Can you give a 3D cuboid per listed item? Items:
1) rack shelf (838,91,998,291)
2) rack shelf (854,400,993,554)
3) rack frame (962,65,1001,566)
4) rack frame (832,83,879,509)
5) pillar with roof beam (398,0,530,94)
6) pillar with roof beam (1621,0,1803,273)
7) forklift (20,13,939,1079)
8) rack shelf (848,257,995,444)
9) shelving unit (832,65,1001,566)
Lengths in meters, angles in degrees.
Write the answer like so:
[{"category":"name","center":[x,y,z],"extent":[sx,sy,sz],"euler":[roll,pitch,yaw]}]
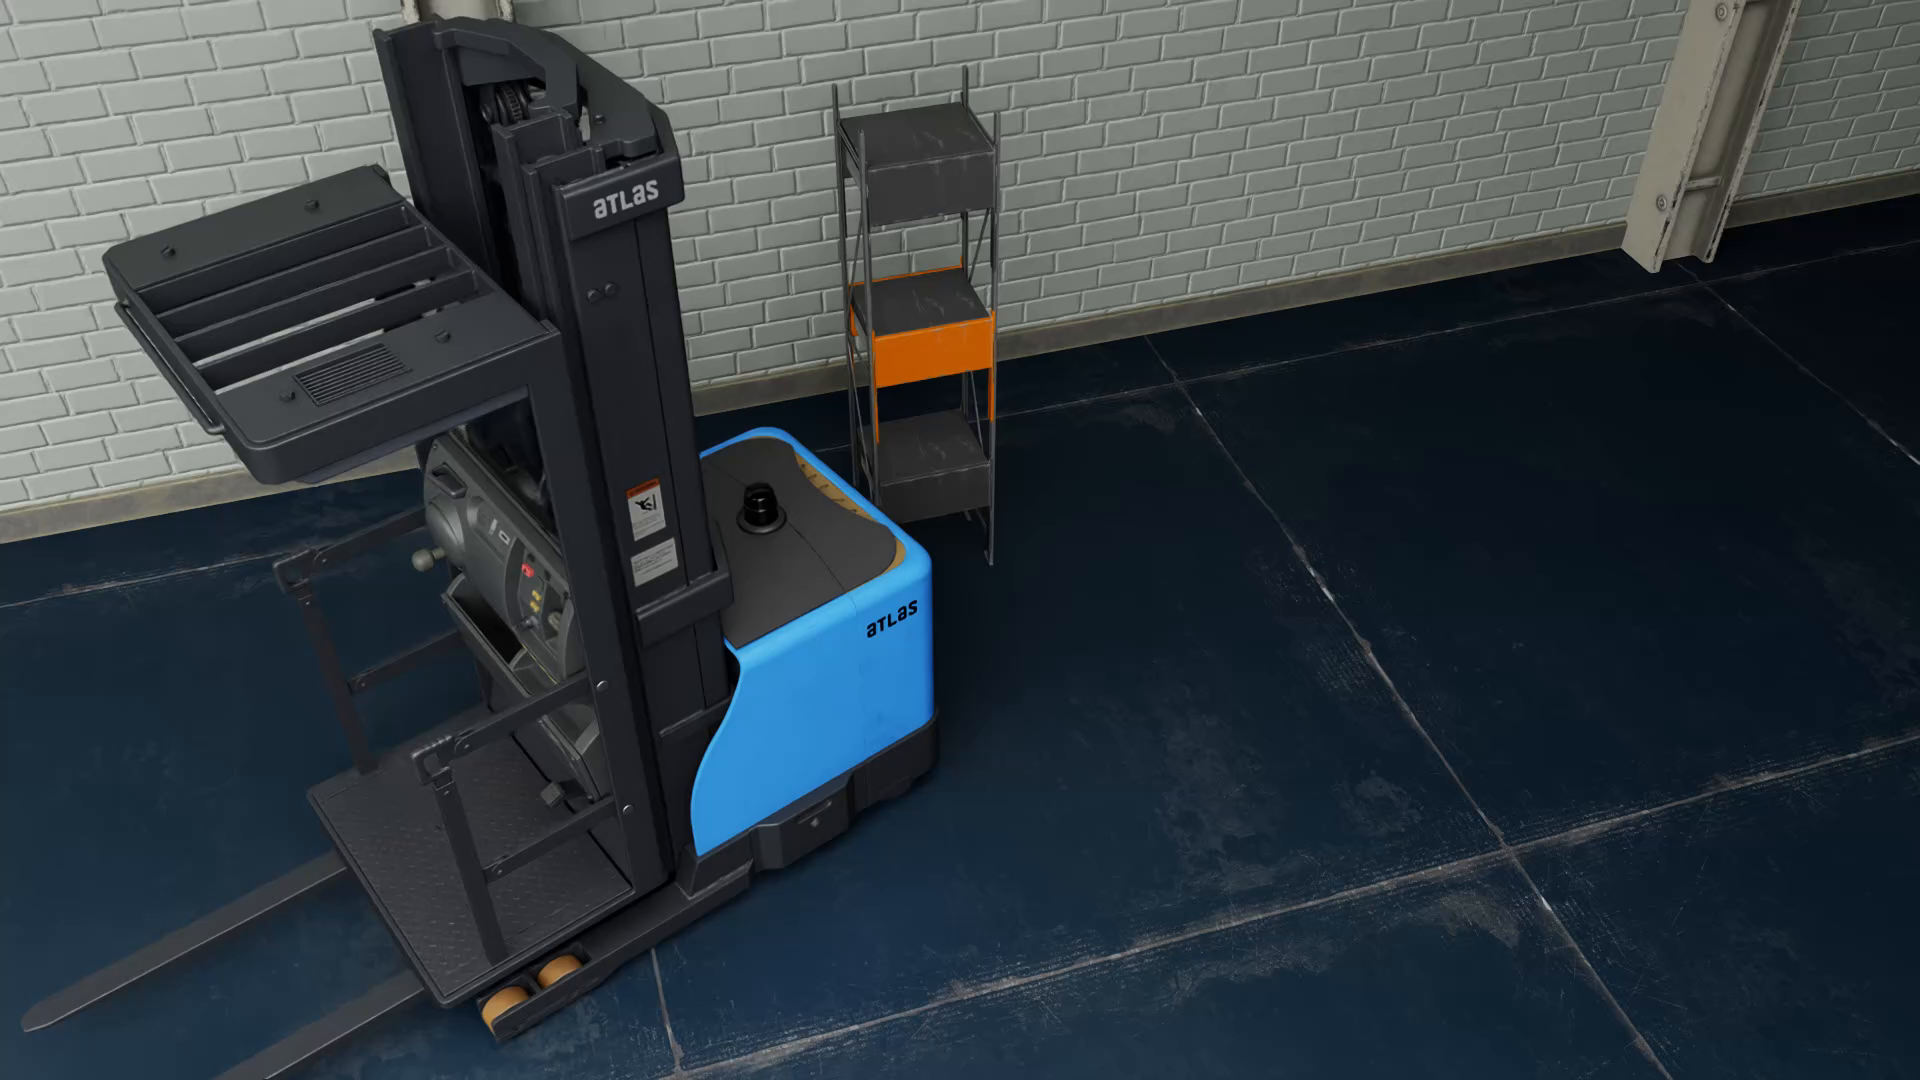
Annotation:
[{"category":"rack shelf","center":[-0.158,-1.275,6.070],"extent":[0.480,0.518,0.431],"euler":[-12,42,-13]},{"category":"rack shelf","center":[-0.158,-0.221,6.991],"extent":[0.480,0.518,0.431],"euler":[-12,42,-13]},{"category":"rack frame","center":[0.075,-0.806,6.577],"extent":[0.015,2.100,0.400],"euler":[-12,42,-13]},{"category":"rack frame","center":[-0.391,-0.710,6.467],"extent":[0.015,2.100,0.400],"euler":[-12,42,-13]},{"category":"pillar with roof beam","center":[-0.597,-1.062,1.626],"extent":[0.400,9.000,9.100],"euler":[-12,42,-13]},{"category":"pillar with roof beam","center":[5.126,-2.248,2.983],"extent":[0.400,9.000,9.100],"euler":[-12,42,-13]},{"category":"forklift","center":[-1.548,0.114,4.892],"extent":[3.031,2.935,1.130],"euler":[-28,48,-28]},{"category":"rack shelf","center":[-0.158,-0.748,6.531],"extent":[0.480,0.518,0.431],"euler":[-12,42,-13]},{"category":"shelving unit","center":[-0.158,-0.758,6.522],"extent":[0.503,2.100,0.431],"euler":[-12,42,-13]}]
